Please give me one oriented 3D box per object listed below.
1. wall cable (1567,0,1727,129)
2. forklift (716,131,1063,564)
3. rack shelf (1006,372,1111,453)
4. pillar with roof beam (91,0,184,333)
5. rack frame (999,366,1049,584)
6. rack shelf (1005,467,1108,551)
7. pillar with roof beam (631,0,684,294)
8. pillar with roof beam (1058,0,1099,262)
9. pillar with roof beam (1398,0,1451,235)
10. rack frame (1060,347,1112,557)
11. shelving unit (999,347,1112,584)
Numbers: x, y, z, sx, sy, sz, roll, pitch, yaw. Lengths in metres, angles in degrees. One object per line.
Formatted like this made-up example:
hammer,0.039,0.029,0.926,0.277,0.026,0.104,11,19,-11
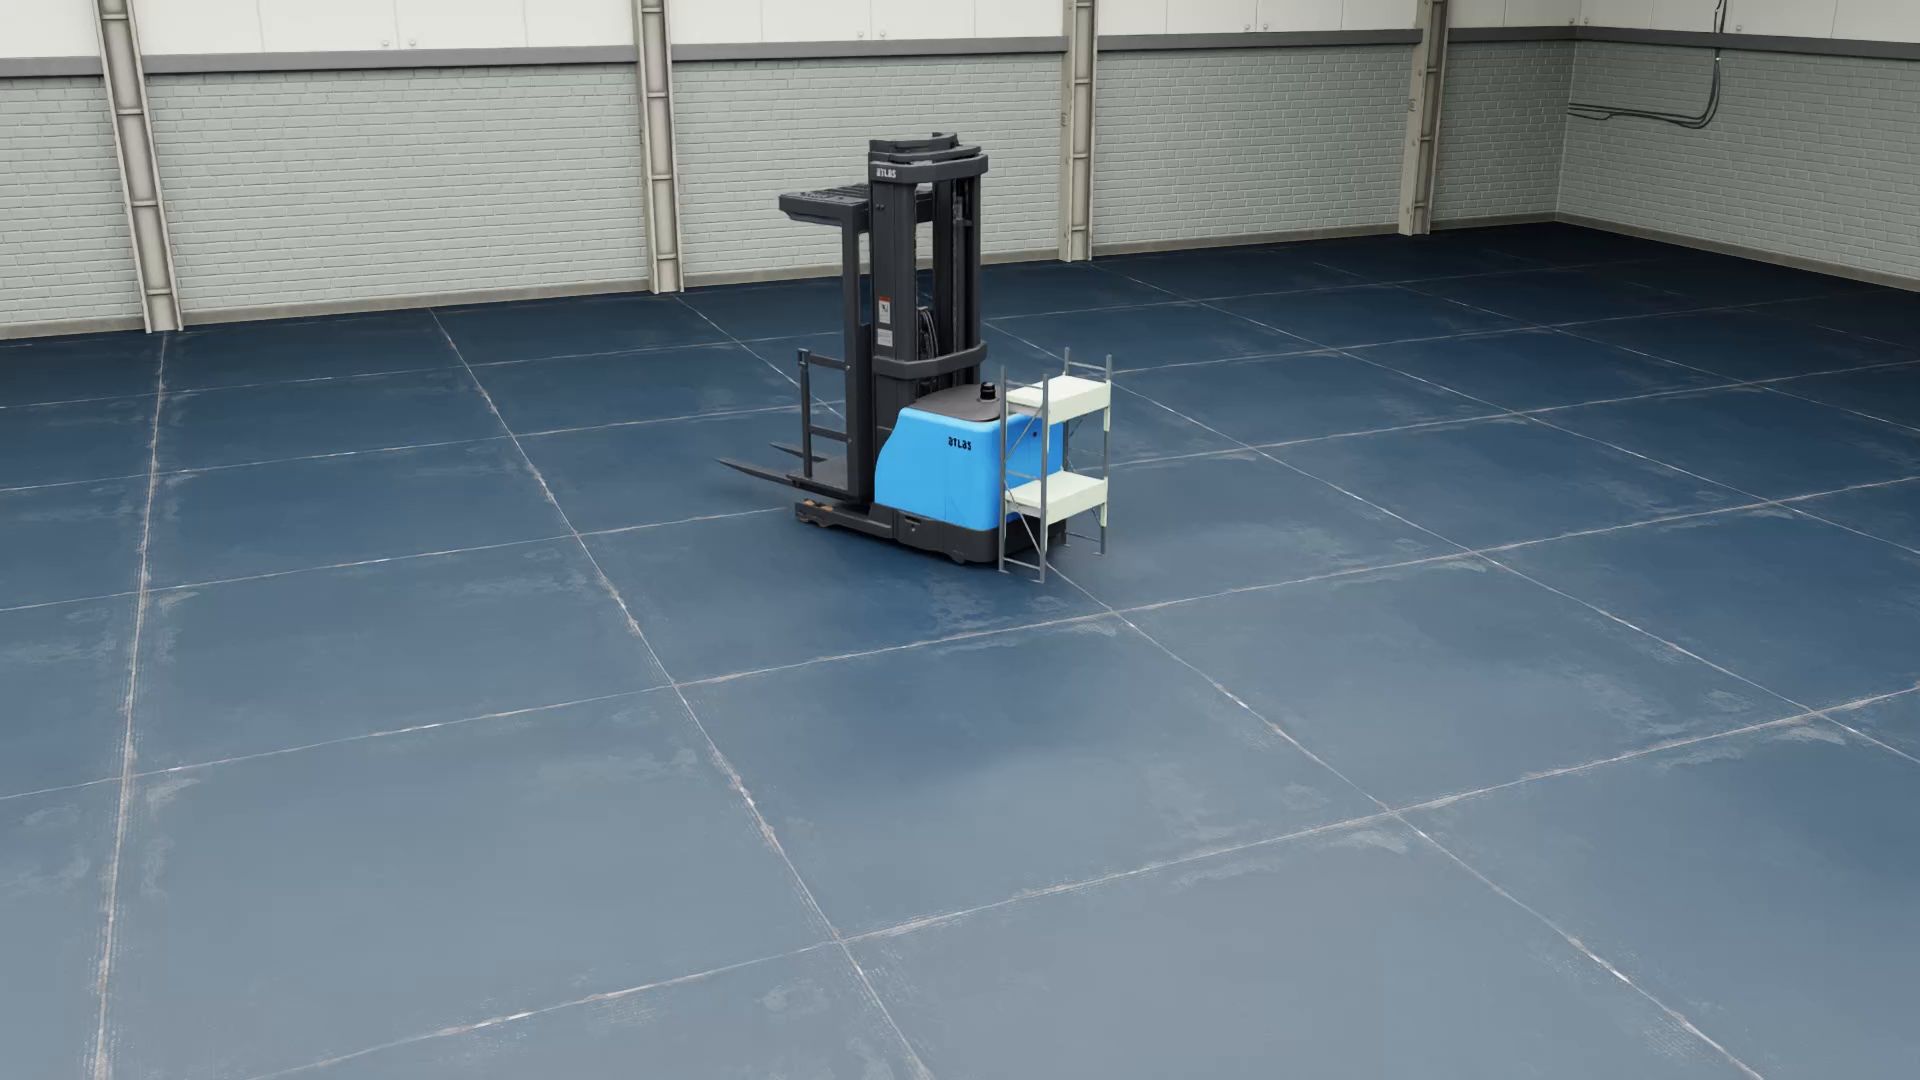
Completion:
wall cable,10.399,-7.616,25.277,0.112,2.526,3.097,-8,21,-22
forklift,-0.649,-1.597,12.644,3.031,2.935,1.130,16,25,38
rack shelf,0.673,-0.904,11.656,0.431,0.370,0.720,16,25,38
pillar with roof beam,-7.652,-5.415,14.352,0.400,9.000,9.100,-8,21,-22
rack frame,0.437,-0.443,11.522,0.400,1.500,0.023,16,25,38
rack shelf,0.673,-0.228,11.894,0.431,0.370,0.720,16,25,38
pillar with roof beam,-2.143,-6.204,16.594,0.400,9.000,9.100,-8,21,-22
pillar with roof beam,3.367,-6.994,18.835,0.400,9.000,9.100,-8,21,-22
pillar with roof beam,8.876,-7.783,21.077,0.400,9.000,9.100,-8,21,-22
rack frame,0.910,-0.629,12.049,0.400,1.500,0.023,16,25,38
shelving unit,0.673,-0.536,11.785,0.431,1.500,0.755,16,25,38
